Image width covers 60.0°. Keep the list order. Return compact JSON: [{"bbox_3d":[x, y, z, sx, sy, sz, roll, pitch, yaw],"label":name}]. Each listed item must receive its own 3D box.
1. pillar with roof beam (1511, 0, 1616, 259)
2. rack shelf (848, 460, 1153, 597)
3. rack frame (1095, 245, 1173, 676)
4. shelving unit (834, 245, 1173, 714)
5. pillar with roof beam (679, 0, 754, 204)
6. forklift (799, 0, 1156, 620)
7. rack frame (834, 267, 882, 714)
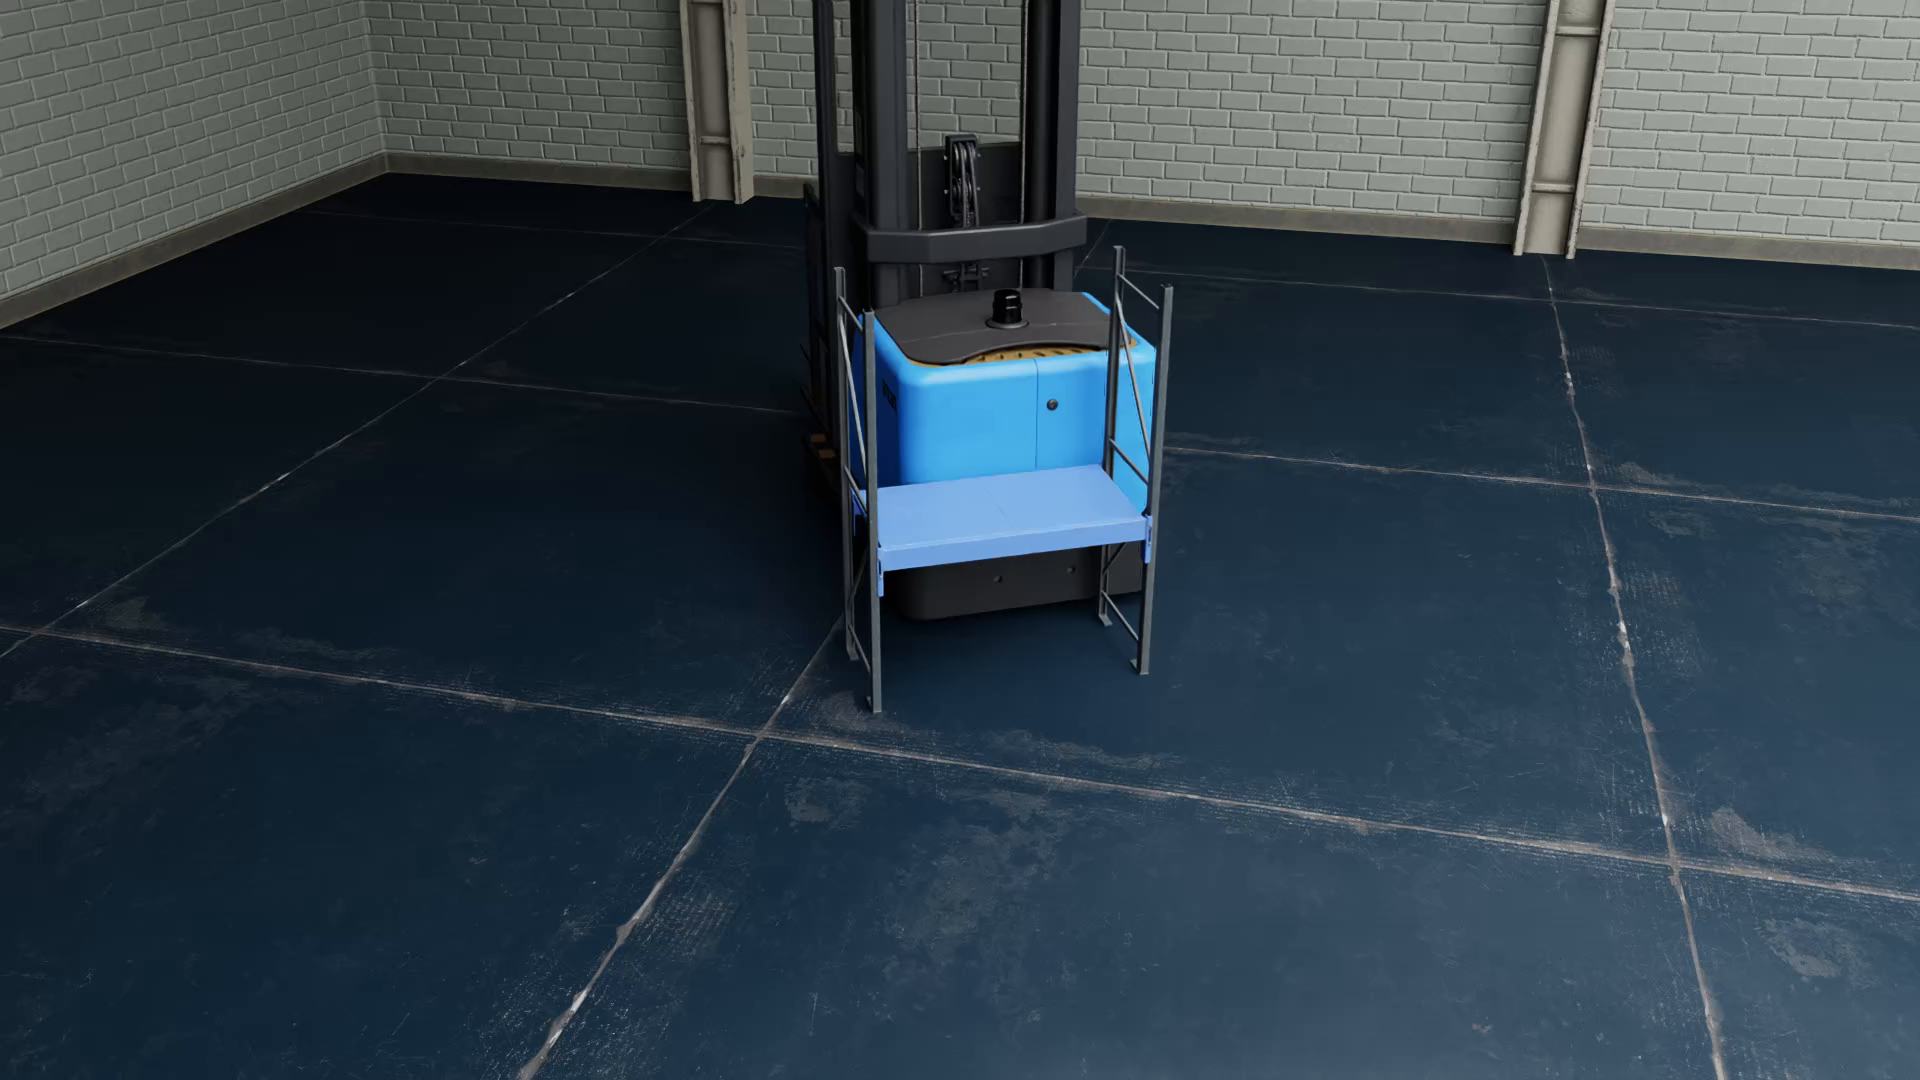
[{"bbox_3d":[2.927,-4.257,5.723,0.400,9.000,9.100,6,26,13],"label":"pillar with roof beam"},{"bbox_3d":[0.132,-0.055,6.025,1.000,0.185,0.538,-7,28,-14],"label":"rack shelf"},{"bbox_3d":[0.624,-0.274,6.066,0.032,1.500,0.500,-7,28,-14],"label":"rack frame"},{"bbox_3d":[0.134,-0.216,5.944,1.048,1.500,0.538,-7,28,-14],"label":"shelving unit"},{"bbox_3d":[-2.884,-4.899,7.072,0.400,9.000,9.100,6,26,13],"label":"pillar with roof beam"},{"bbox_3d":[-0.125,-1.626,7.255,1.130,2.935,3.031,-7,26,-14],"label":"forklift"},{"bbox_3d":[-0.357,-0.158,5.822,0.032,1.500,0.500,-7,28,-14],"label":"rack frame"}]
